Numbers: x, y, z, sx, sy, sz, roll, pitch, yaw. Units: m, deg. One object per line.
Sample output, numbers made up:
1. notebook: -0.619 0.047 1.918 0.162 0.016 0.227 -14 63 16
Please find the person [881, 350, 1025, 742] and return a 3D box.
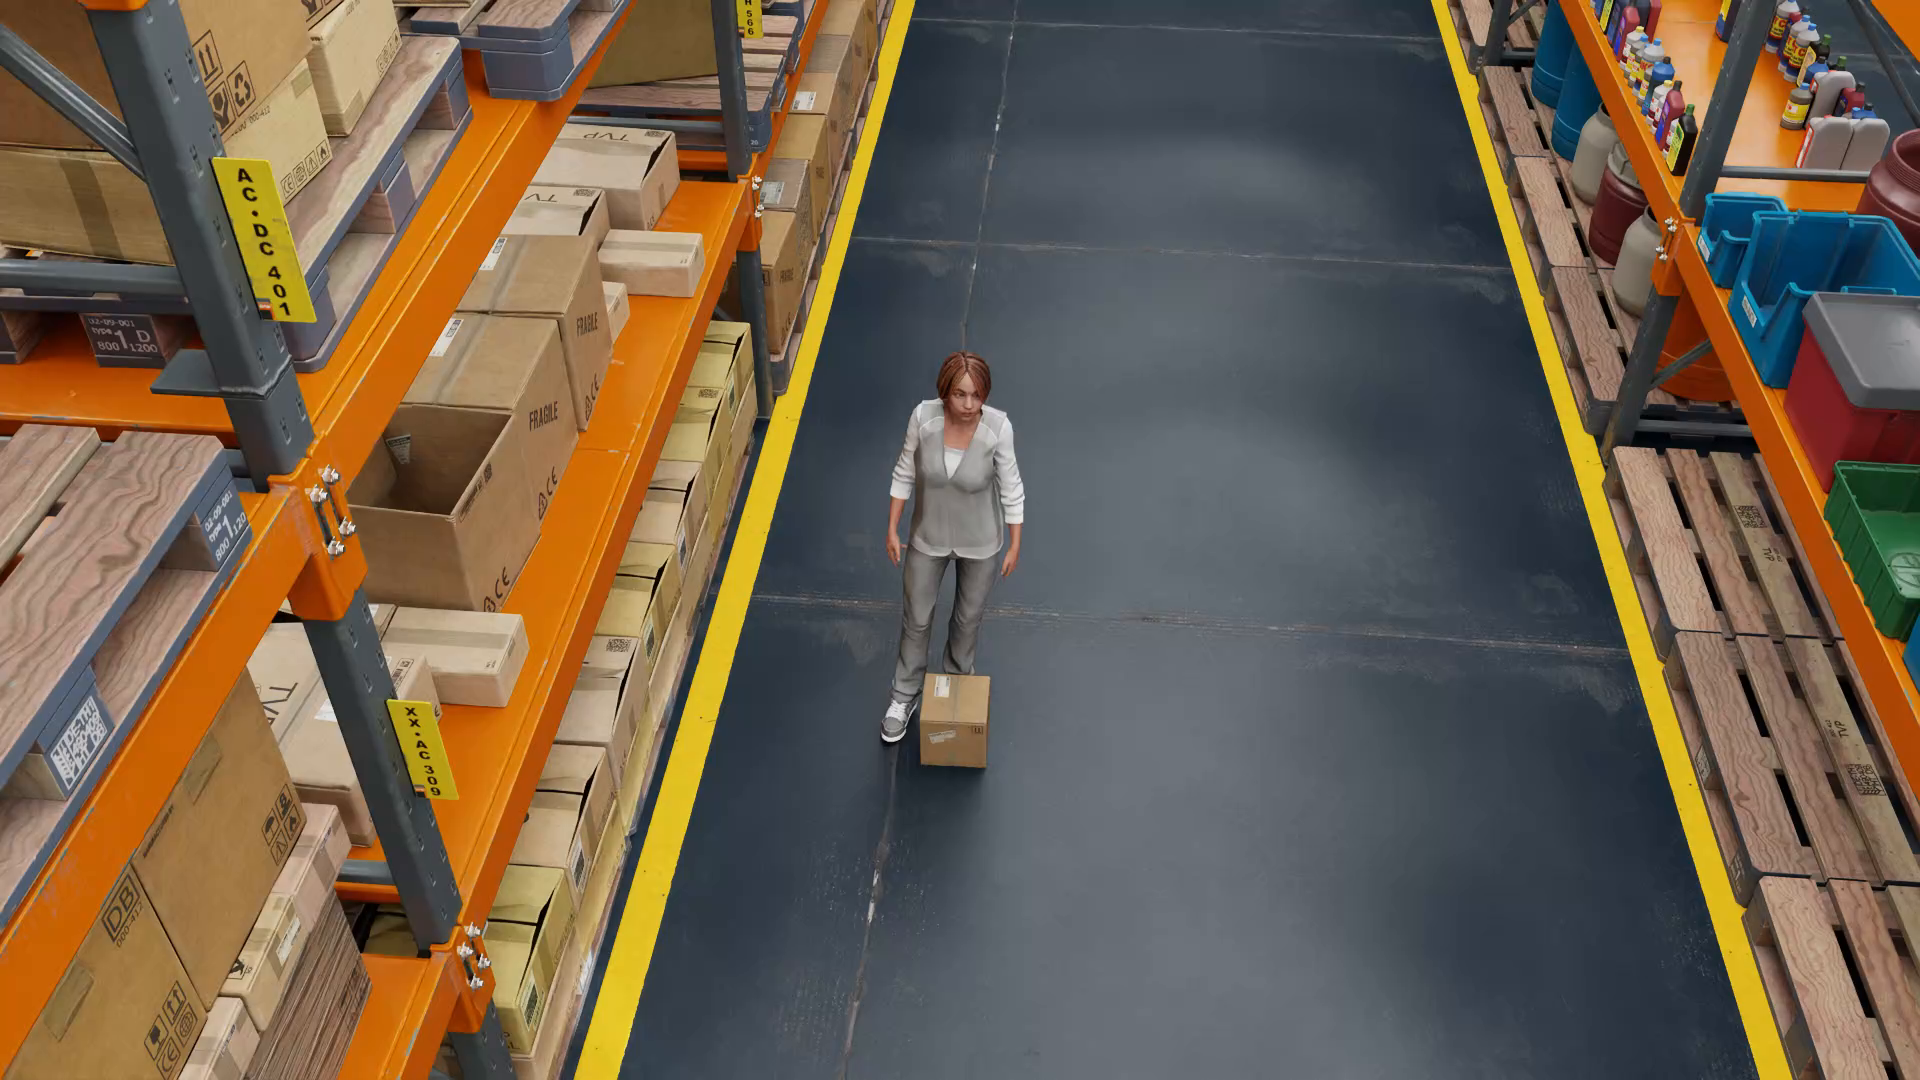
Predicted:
1. person: -0.035 0.054 6.087 0.520 1.600 0.472 4 41 4
